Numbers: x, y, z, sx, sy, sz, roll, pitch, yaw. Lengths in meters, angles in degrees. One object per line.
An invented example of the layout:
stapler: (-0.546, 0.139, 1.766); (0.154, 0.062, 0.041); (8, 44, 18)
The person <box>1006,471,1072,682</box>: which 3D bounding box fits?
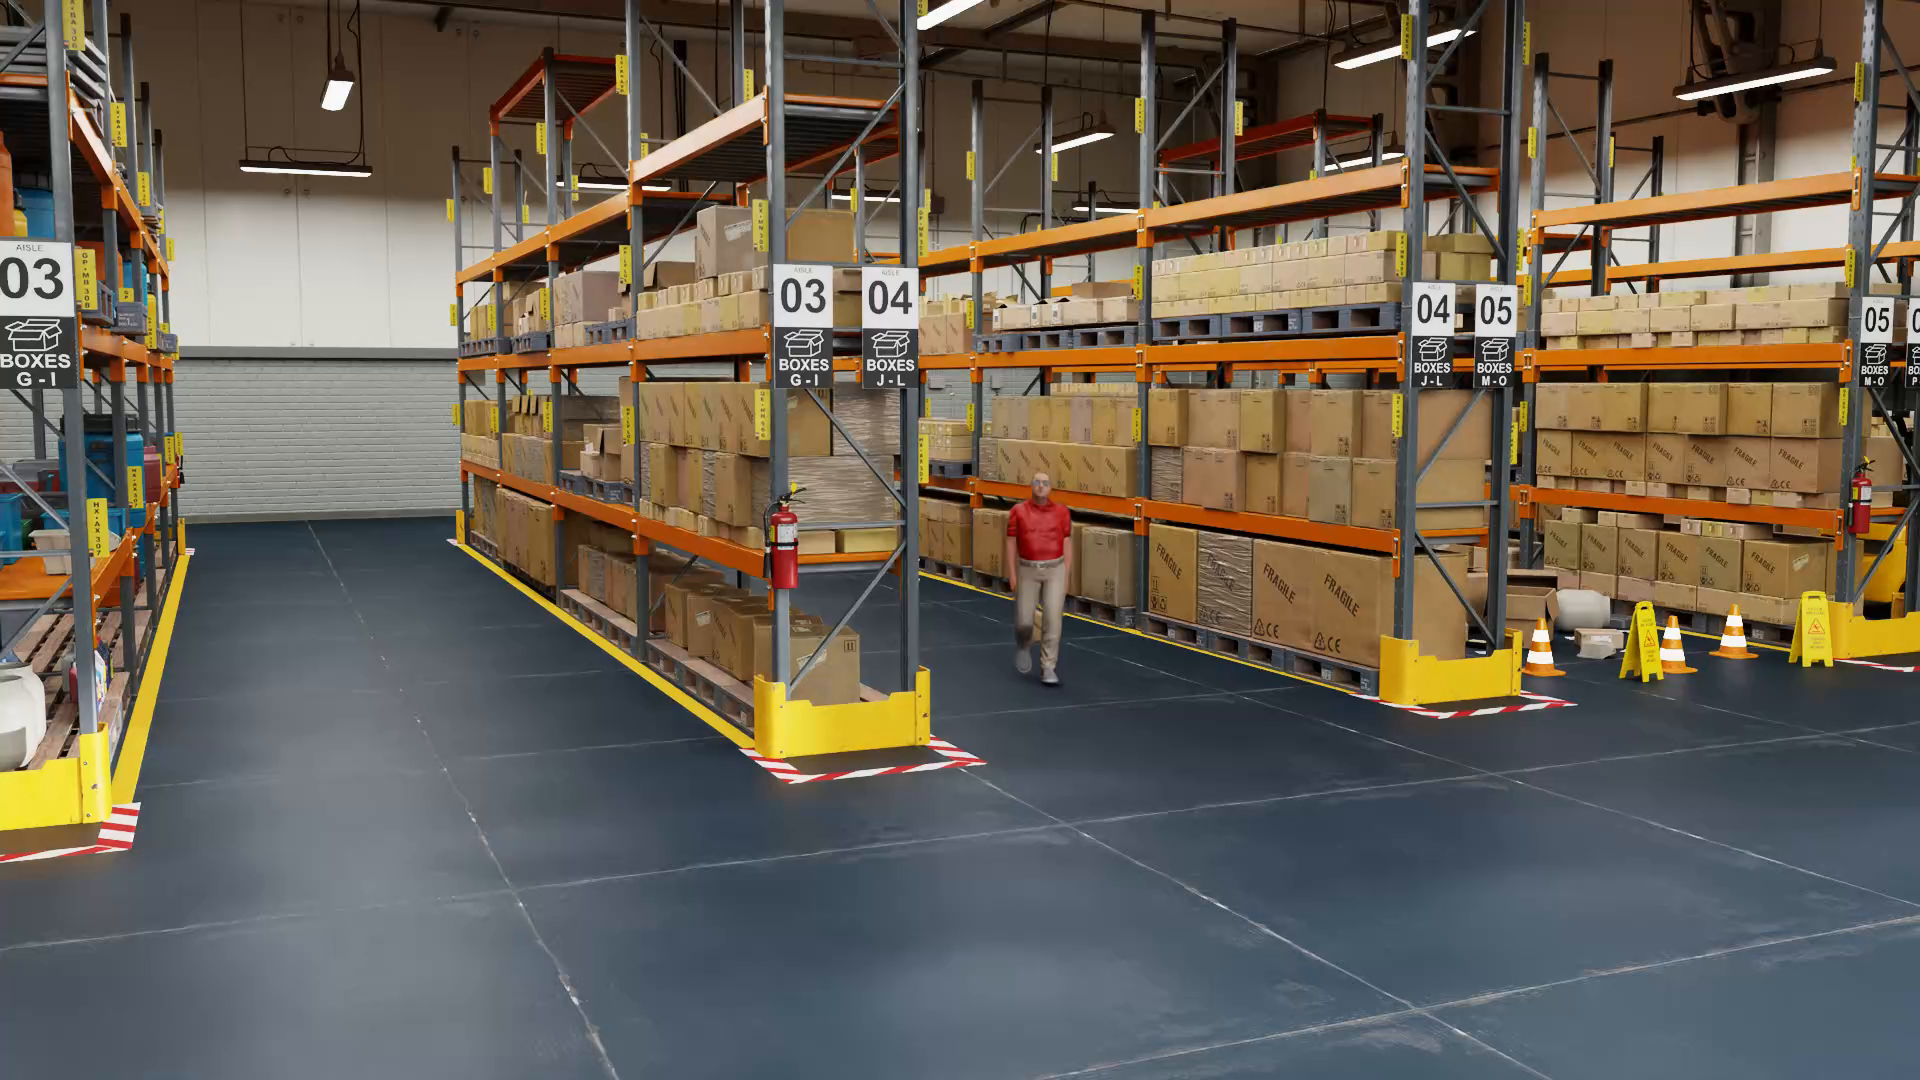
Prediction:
person: (0.646, 0.287, 13.592); (0.534, 1.704, 0.588); (0, 5, -4)
